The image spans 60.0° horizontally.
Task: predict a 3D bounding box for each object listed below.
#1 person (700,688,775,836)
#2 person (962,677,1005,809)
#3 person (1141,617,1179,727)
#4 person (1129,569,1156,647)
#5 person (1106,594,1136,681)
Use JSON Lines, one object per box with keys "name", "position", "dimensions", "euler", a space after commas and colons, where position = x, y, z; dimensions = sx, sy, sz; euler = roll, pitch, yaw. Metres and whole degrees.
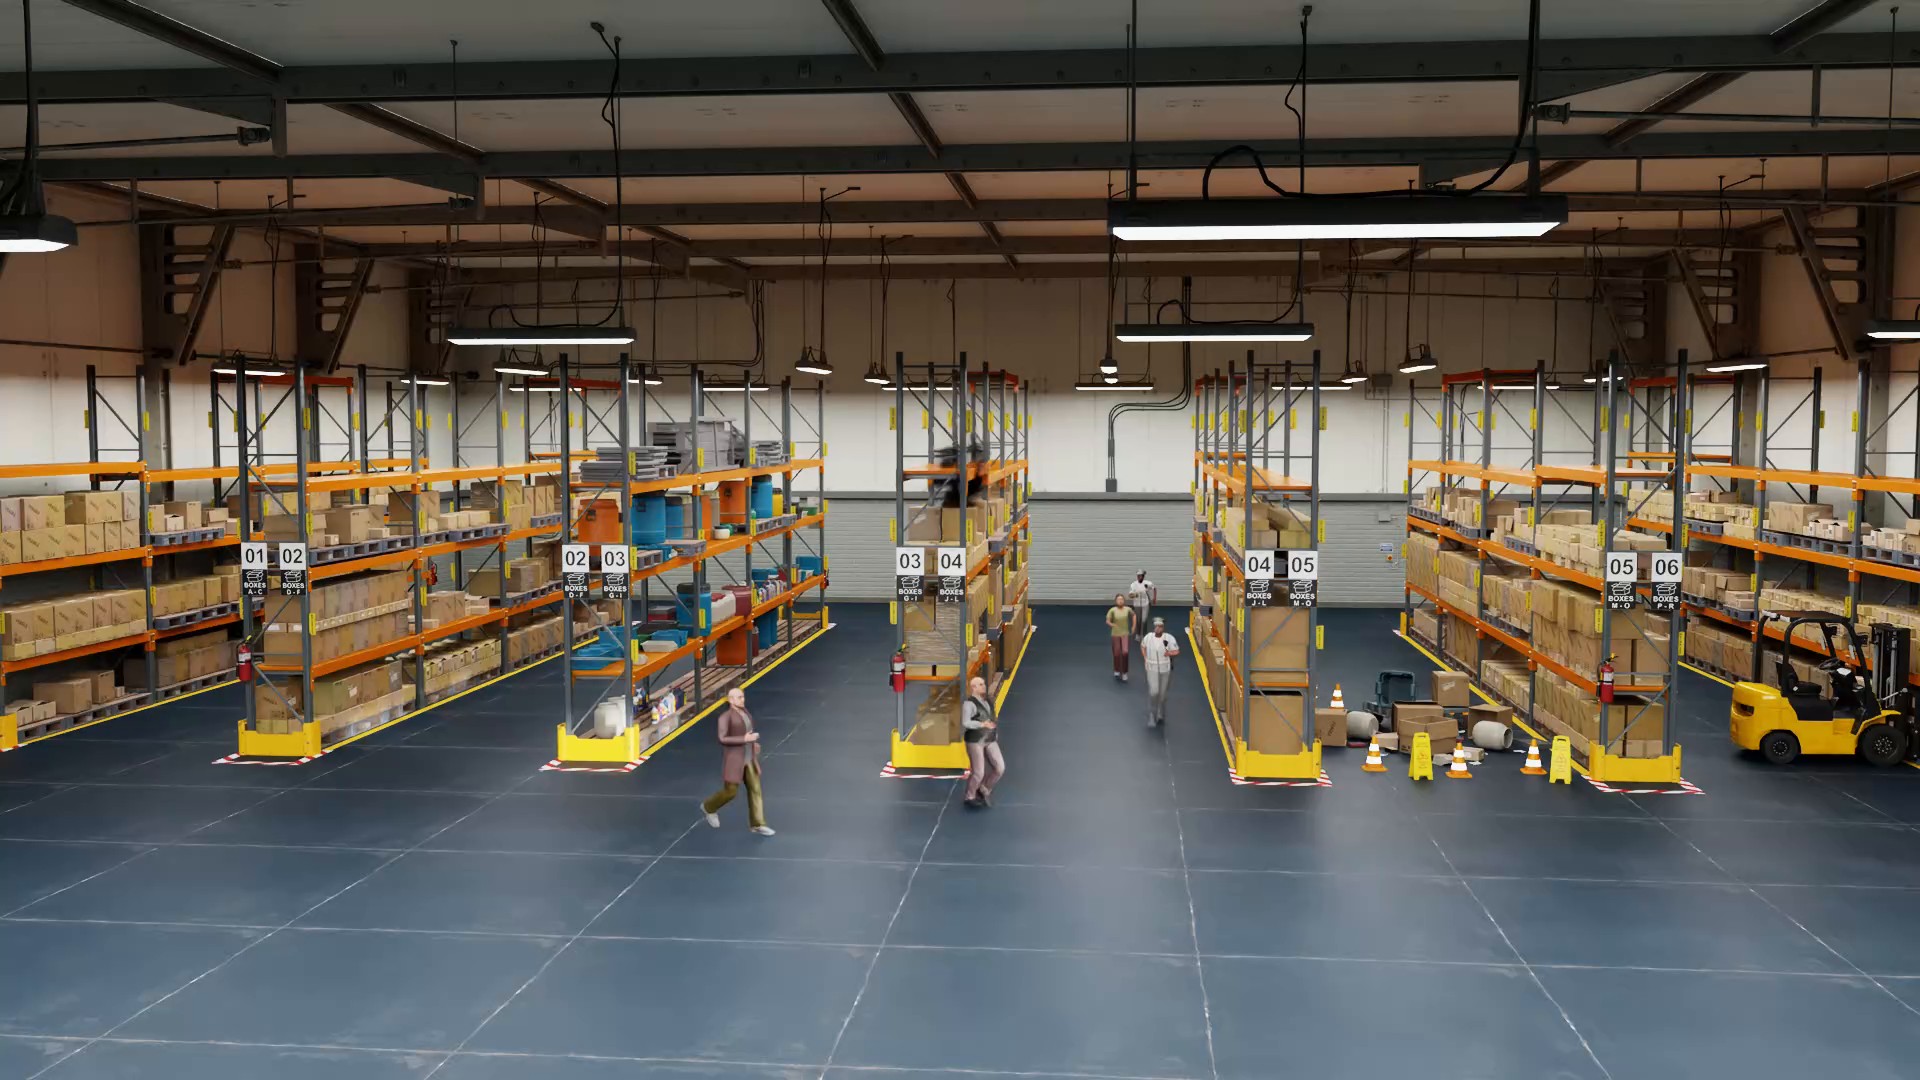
{"name": "person", "position": [-2.685, 2.667, 20.127], "dimensions": [1.053, 1.751, 0.711], "euler": [3, 5, 34]}
{"name": "person", "position": [0.310, 2.631, 21.428], "dimensions": [0.641, 1.721, 0.651], "euler": [-4, 6, -44]}
{"name": "person", "position": [3.304, 2.190, 27.467], "dimensions": [0.624, 1.859, 0.777], "euler": [0, 4, 5]}
{"name": "person", "position": [4.093, 1.511, 37.330], "dimensions": [0.586, 1.747, 0.892], "euler": [1, 4, 14]}
{"name": "person", "position": [3.123, 1.894, 32.262], "dimensions": [0.592, 1.719, 0.698], "euler": [0, 4, 3]}
